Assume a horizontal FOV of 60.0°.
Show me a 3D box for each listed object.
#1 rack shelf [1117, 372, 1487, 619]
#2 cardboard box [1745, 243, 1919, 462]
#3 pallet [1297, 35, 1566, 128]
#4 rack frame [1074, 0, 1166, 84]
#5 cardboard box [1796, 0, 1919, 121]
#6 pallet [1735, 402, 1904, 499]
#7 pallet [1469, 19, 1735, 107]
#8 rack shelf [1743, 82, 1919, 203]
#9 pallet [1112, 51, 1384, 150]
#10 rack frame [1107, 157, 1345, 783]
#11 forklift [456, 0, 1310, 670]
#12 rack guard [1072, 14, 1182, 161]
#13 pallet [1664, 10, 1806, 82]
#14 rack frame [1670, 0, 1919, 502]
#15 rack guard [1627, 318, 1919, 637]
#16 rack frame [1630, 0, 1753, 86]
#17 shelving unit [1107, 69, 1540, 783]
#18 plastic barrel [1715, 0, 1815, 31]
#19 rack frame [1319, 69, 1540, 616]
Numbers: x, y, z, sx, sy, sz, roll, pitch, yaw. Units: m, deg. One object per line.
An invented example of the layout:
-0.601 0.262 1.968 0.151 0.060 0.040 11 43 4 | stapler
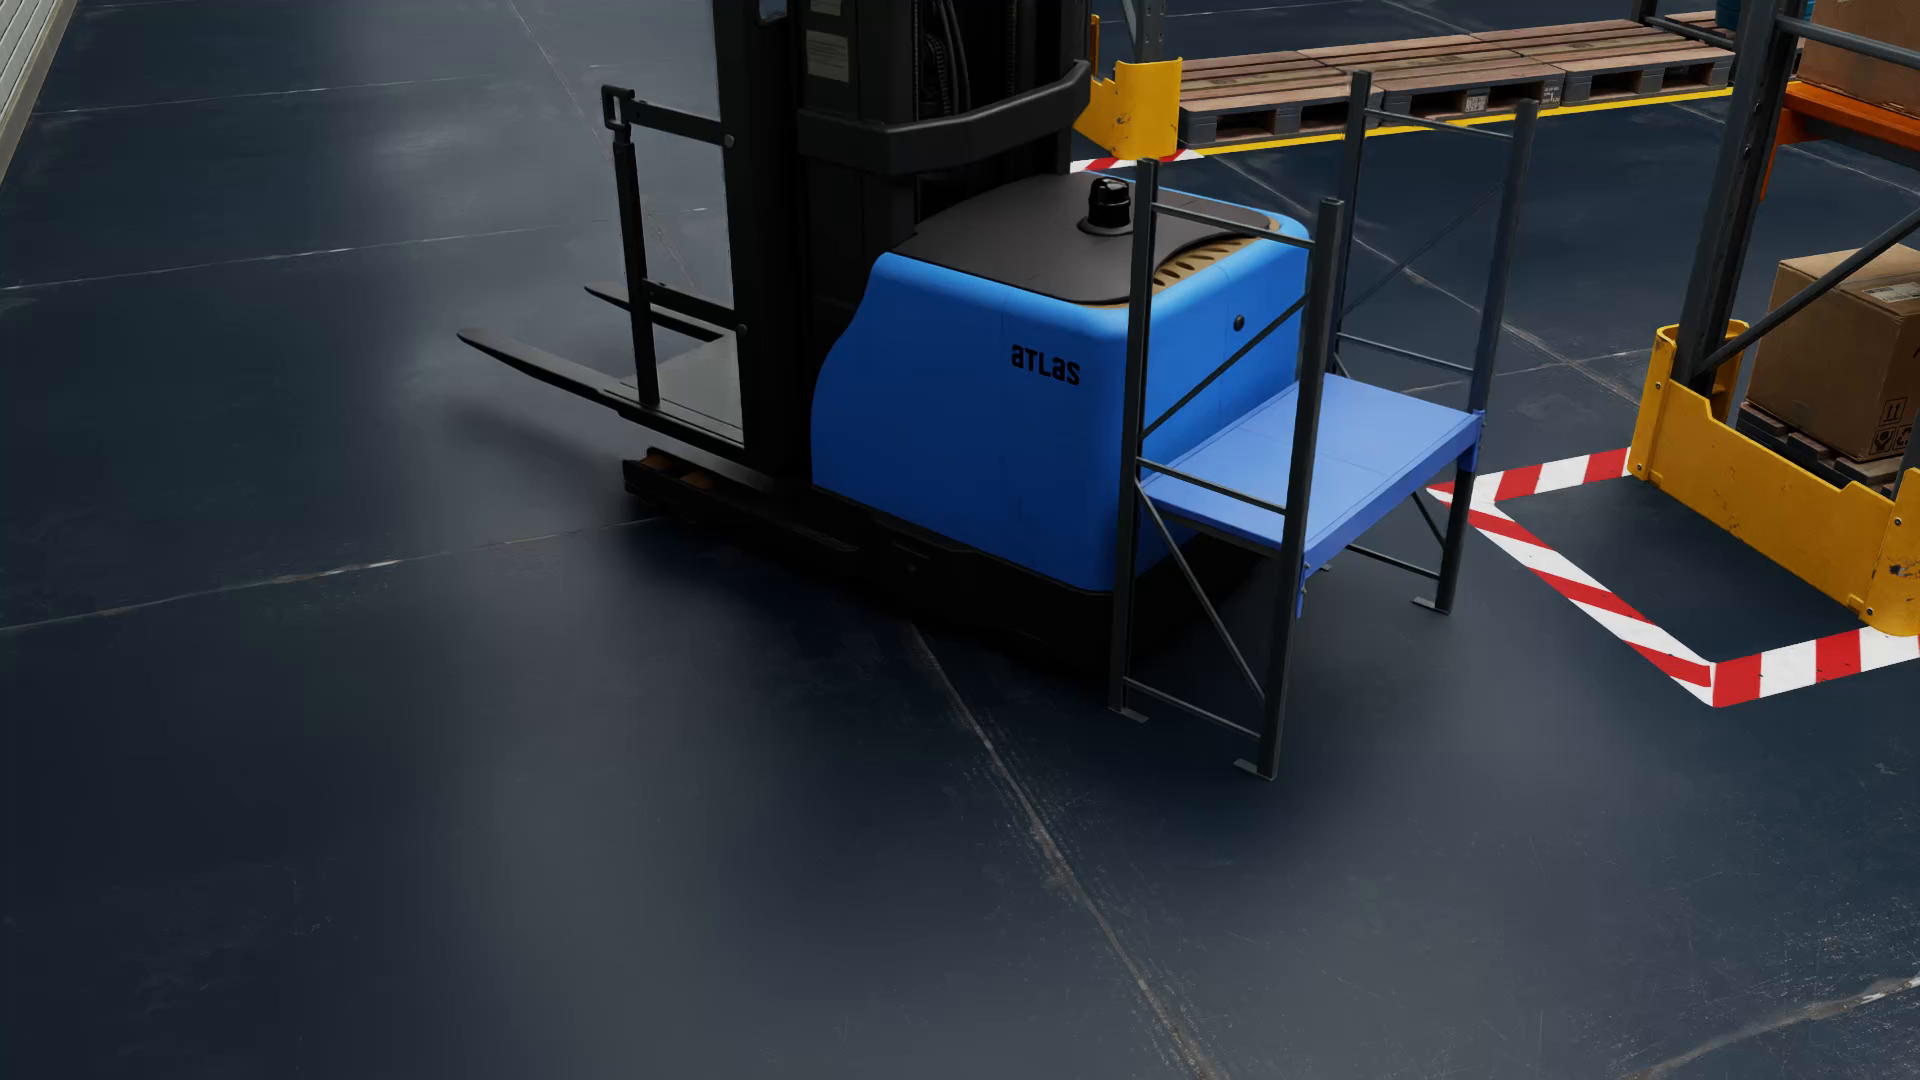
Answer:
0.919 -0.163 4.385 0.538 0.185 1.000 22 36 33 | rack shelf
2.973 -0.617 5.384 0.500 0.500 0.500 -10 31 -18 | cardboard box
2.754 -2.724 9.819 1.213 0.211 1.003 -10 31 -18 | pallet
0.826 -3.603 8.544 0.127 3.000 1.000 -10 31 -18 | rack frame
2.875 -1.551 4.841 0.500 0.500 0.500 -9 31 -16 | cardboard box
3.368 -0.244 5.465 1.213 0.211 1.003 -10 31 -18 | pallet
3.899 -2.937 10.192 1.213 0.211 1.003 -10 31 -18 | pallet
4.424 -1.337 5.293 4.000 0.370 1.077 -10 31 -18 | rack shelf
1.612 -2.516 9.452 1.213 0.211 1.003 -10 31 -18 | pallet
0.597 -0.125 3.954 0.500 1.500 0.032 22 36 33 | rack frame
-0.471 -1.507 4.935 3.031 2.935 1.130 22 36 33 | forklift
0.808 -2.507 9.145 0.348 0.500 1.175 -10 31 -18 | rack guard
5.313 -3.196 10.646 1.213 0.211 1.003 -10 31 -18 | pallet
2.550 -1.304 4.509 0.127 3.000 1.000 -10 31 -18 | rack frame
2.621 -0.231 5.151 0.348 0.500 1.175 -10 31 -18 | rack guard
4.575 -4.293 9.756 0.127 3.000 1.000 -10 31 -18 | rack frame
0.919 -0.320 4.296 0.538 1.500 1.048 22 36 33 | shelving unit
5.091 -3.650 10.322 0.708 0.901 0.600 -10 31 -18 | plastic barrel
1.241 -0.515 4.638 0.500 1.500 0.032 22 36 33 | rack frame
